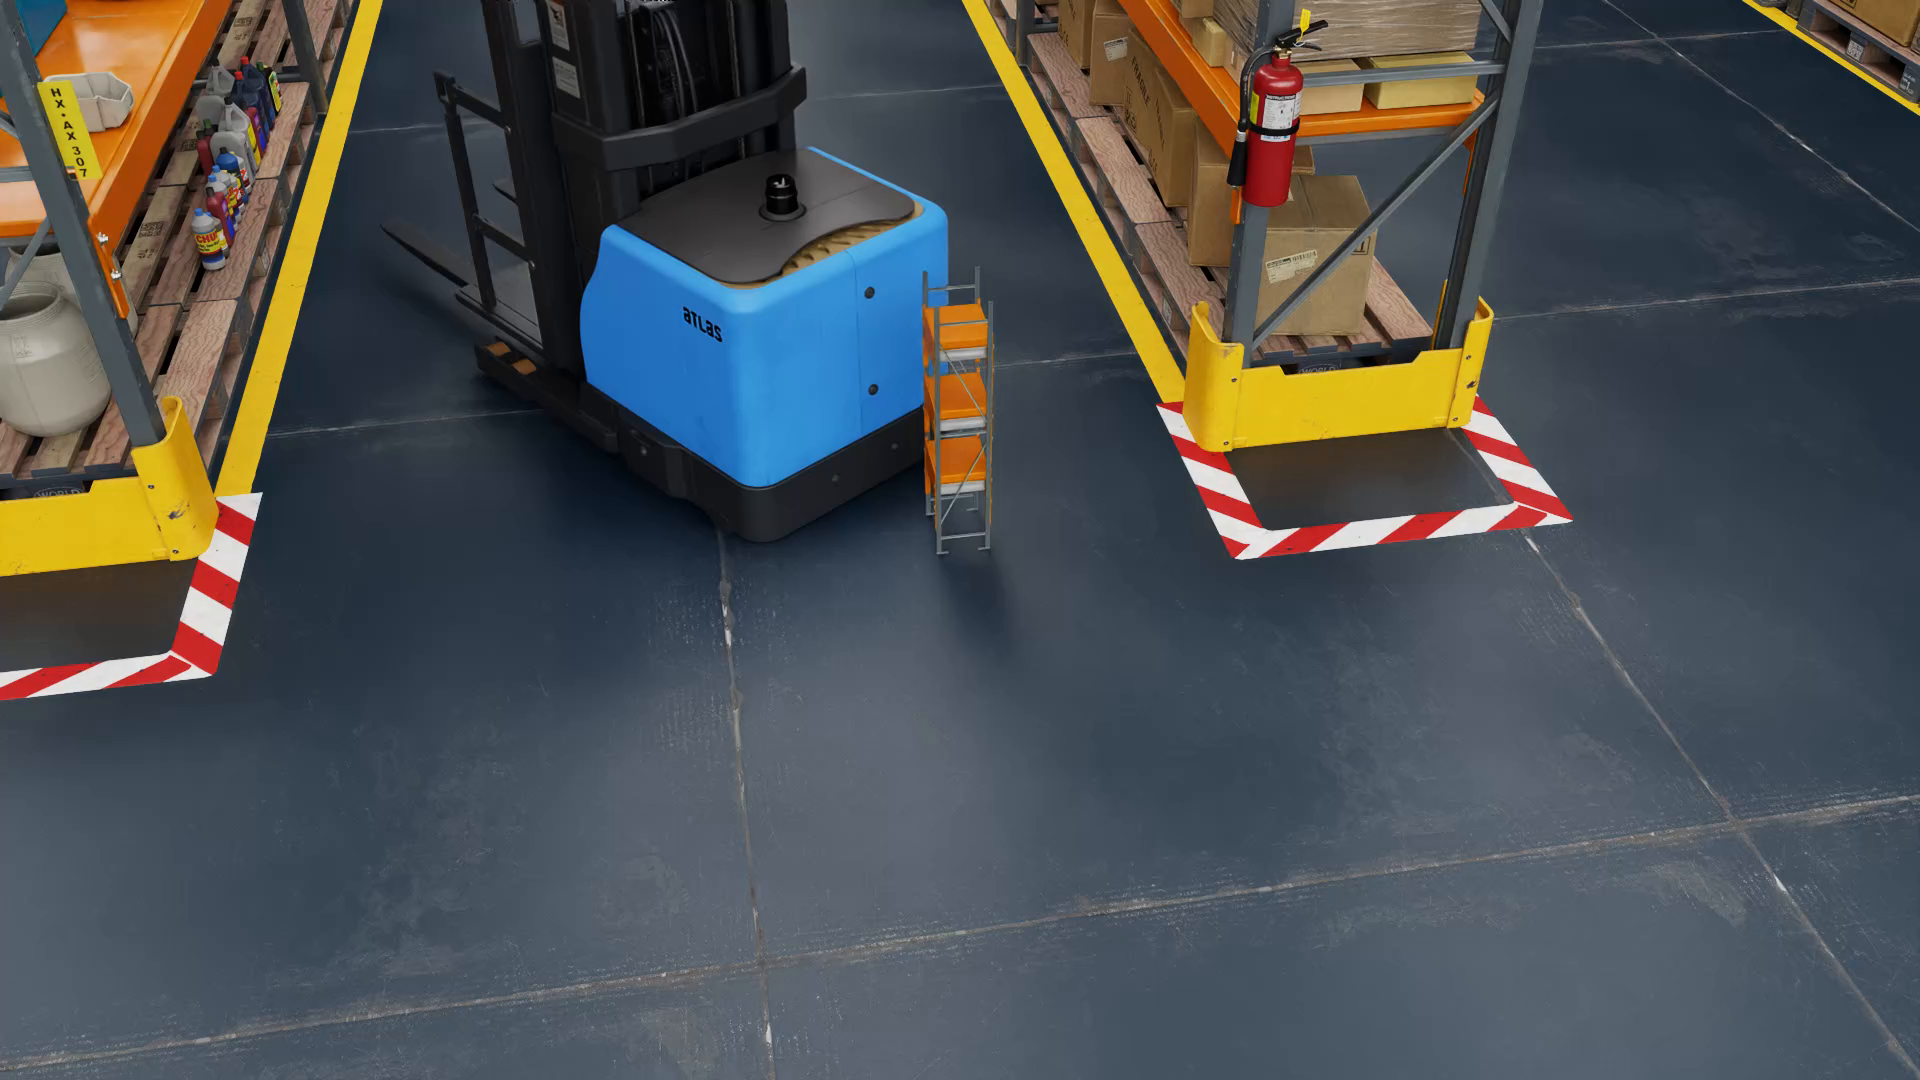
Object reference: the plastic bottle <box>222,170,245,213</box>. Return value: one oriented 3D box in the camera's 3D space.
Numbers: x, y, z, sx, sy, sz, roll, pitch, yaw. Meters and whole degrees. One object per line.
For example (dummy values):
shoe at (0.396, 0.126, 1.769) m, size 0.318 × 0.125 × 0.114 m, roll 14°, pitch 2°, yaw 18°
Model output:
plastic bottle at (-3.449, -1.646, 7.845) m, size 0.097 × 0.201 × 0.097 m, roll 0°, pitch 38°, yaw 0°

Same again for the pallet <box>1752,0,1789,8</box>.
pallet at (5.523, -3.899, 11.097) m, size 1.003 × 0.211 × 1.213 m, roll -6°, pitch 38°, yaw -8°

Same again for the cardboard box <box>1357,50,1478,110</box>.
cardboard box at (1.718, -1.752, 6.265) m, size 0.380 × 0.149 × 0.250 m, roll -6°, pitch 38°, yaw -8°

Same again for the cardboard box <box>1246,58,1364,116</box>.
cardboard box at (1.280, -1.704, 6.204) m, size 0.380 × 0.149 × 0.250 m, roll -6°, pitch 38°, yaw -8°

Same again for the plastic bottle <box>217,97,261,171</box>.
plastic bottle at (-3.557, -1.996, 8.174) m, size 0.144 × 0.351 × 0.185 m, roll -6°, pitch 38°, yaw -8°

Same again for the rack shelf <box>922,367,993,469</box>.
rack shelf at (-0.009, -0.439, 5.976) m, size 0.215 × 0.259 × 0.240 m, roll -6°, pitch 38°, yaw -8°

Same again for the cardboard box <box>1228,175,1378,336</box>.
cardboard box at (1.440, -1.211, 7.059) m, size 0.500 × 0.500 × 0.500 m, roll 0°, pitch 38°, yaw 1°

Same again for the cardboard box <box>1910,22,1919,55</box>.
cardboard box at (5.936, -2.937, 8.976) m, size 0.875 × 0.875 × 0.875 m, roll -6°, pitch 38°, yaw -8°

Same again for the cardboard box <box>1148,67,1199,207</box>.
cardboard box at (1.211, -1.949, 8.009) m, size 0.500 × 0.500 × 0.500 m, roll -3°, pitch 38°, yaw -4°

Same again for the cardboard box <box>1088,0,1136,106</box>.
cardboard box at (0.971, -2.657, 8.921) m, size 0.500 × 0.500 × 0.500 m, roll 5°, pitch 38°, yaw 7°

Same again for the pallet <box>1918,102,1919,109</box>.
pallet at (6.006, -2.235, 8.955) m, size 1.003 × 0.211 × 1.213 m, roll -6°, pitch 38°, yaw -8°

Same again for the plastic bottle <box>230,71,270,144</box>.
plastic bottle at (-3.614, -2.191, 8.425) m, size 0.144 × 0.351 × 0.185 m, roll -8°, pitch 39°, yaw -10°

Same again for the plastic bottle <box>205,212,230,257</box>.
plastic bottle at (-3.372, -1.381, 7.505) m, size 0.097 × 0.201 × 0.097 m, roll 0°, pitch 38°, yaw 0°

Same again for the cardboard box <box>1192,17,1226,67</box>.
cardboard box at (1.142, -2.001, 6.585) m, size 0.380 × 0.149 × 0.250 m, roll -6°, pitch 38°, yaw -8°

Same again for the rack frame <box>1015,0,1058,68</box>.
rack frame at (0.832, -4.070, 9.043) m, size 1.000 × 3.000 × 0.127 m, roll -6°, pitch 38°, yaw -8°

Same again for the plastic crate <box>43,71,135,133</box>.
plastic crate at (-3.183, -1.592, 6.069) m, size 0.298 × 0.136 × 0.250 m, roll -6°, pitch 38°, yaw -8°

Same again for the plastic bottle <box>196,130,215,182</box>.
plastic bottle at (-3.637, -1.859, 8.053) m, size 0.061 × 0.283 × 0.133 m, roll -6°, pitch 38°, yaw -8°

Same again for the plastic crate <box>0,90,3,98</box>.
plastic crate at (-3.834, -1.725, 6.147) m, size 0.499 × 0.251 × 0.408 m, roll -6°, pitch 38°, yaw -8°

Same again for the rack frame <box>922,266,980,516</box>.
rack frame at (-0.031, -0.521, 6.064) m, size 0.200 × 1.050 × 0.008 m, roll -6°, pitch 38°, yaw -8°

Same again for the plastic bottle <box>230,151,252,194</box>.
plastic bottle at (-3.485, -1.770, 8.005) m, size 0.097 × 0.201 × 0.097 m, roll 0°, pitch 38°, yaw 0°

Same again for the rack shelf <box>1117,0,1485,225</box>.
rack shelf at (1.183, -2.578, 7.709) m, size 1.077 × 0.370 × 4.000 m, roll -6°, pitch 38°, yaw -8°

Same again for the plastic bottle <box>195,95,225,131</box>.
plastic bottle at (-3.755, -2.130, 8.408) m, size 0.152 × 0.276 × 0.135 m, roll -6°, pitch 38°, yaw -8°

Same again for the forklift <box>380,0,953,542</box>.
forklift at (-1.421, -1.952, 6.374) m, size 1.130 × 2.935 × 3.031 m, roll -31°, pitch 48°, yaw -34°

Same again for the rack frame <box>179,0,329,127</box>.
rack frame at (-4.044, -3.537, 8.358) m, size 1.000 × 3.000 × 0.127 m, roll -6°, pitch 38°, yaw -8°

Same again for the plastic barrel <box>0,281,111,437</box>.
plastic barrel at (-3.534, -0.694, 6.383) m, size 0.421 × 0.512 × 0.421 m, roll 0°, pitch 38°, yaw 0°

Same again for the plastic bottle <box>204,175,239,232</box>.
plastic bottle at (-3.414, -1.553, 7.669) m, size 0.097 × 0.271 × 0.097 m, roll 0°, pitch 38°, yaw 0°

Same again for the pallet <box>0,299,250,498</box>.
pallet at (-3.540, -0.552, 6.788) m, size 1.003 × 0.211 × 1.213 m, roll -6°, pitch 38°, yaw -8°

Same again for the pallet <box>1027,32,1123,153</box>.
pallet at (0.985, -2.567, 9.382) m, size 1.003 × 0.211 × 1.213 m, roll -6°, pitch 38°, yaw -8°

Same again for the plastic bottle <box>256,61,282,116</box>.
plastic bottle at (-3.635, -2.383, 8.728) m, size 0.061 × 0.283 × 0.133 m, roll -4°, pitch 38°, yaw -6°

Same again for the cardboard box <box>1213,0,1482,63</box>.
cardboard box at (1.464, -2.146, 6.243) m, size 0.875 × 0.500 × 0.500 m, roll -6°, pitch 38°, yaw -8°

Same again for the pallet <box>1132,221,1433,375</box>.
pallet at (1.412, -1.093, 7.485) m, size 1.003 × 0.211 × 1.213 m, roll -6°, pitch 38°, yaw -8°

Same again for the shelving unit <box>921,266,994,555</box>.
shelving unit at (-0.009, -0.447, 5.970) m, size 0.215 × 1.050 × 0.252 m, roll -6°, pitch 38°, yaw -8°

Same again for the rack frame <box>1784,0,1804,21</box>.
rack frame at (5.733, -4.542, 9.652) m, size 1.000 × 3.000 × 0.127 m, roll -6°, pitch 38°, yaw -8°

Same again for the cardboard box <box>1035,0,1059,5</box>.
cardboard box at (0.746, -3.629, 10.156) m, size 0.700 × 0.500 × 0.500 m, roll -9°, pitch 39°, yaw -11°

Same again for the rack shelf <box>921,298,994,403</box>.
rack shelf at (-0.009, -0.663, 5.802) m, size 0.215 × 0.259 × 0.240 m, roll -6°, pitch 38°, yaw -8°

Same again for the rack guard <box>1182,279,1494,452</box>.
rack guard at (1.520, -0.712, 6.760) m, size 1.175 × 0.500 × 0.348 m, roll -6°, pitch 38°, yaw -8°

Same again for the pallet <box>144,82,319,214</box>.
pallet at (-3.968, -2.026, 8.685) m, size 1.003 × 0.211 × 1.213 m, roll -6°, pitch 38°, yaw -8°
